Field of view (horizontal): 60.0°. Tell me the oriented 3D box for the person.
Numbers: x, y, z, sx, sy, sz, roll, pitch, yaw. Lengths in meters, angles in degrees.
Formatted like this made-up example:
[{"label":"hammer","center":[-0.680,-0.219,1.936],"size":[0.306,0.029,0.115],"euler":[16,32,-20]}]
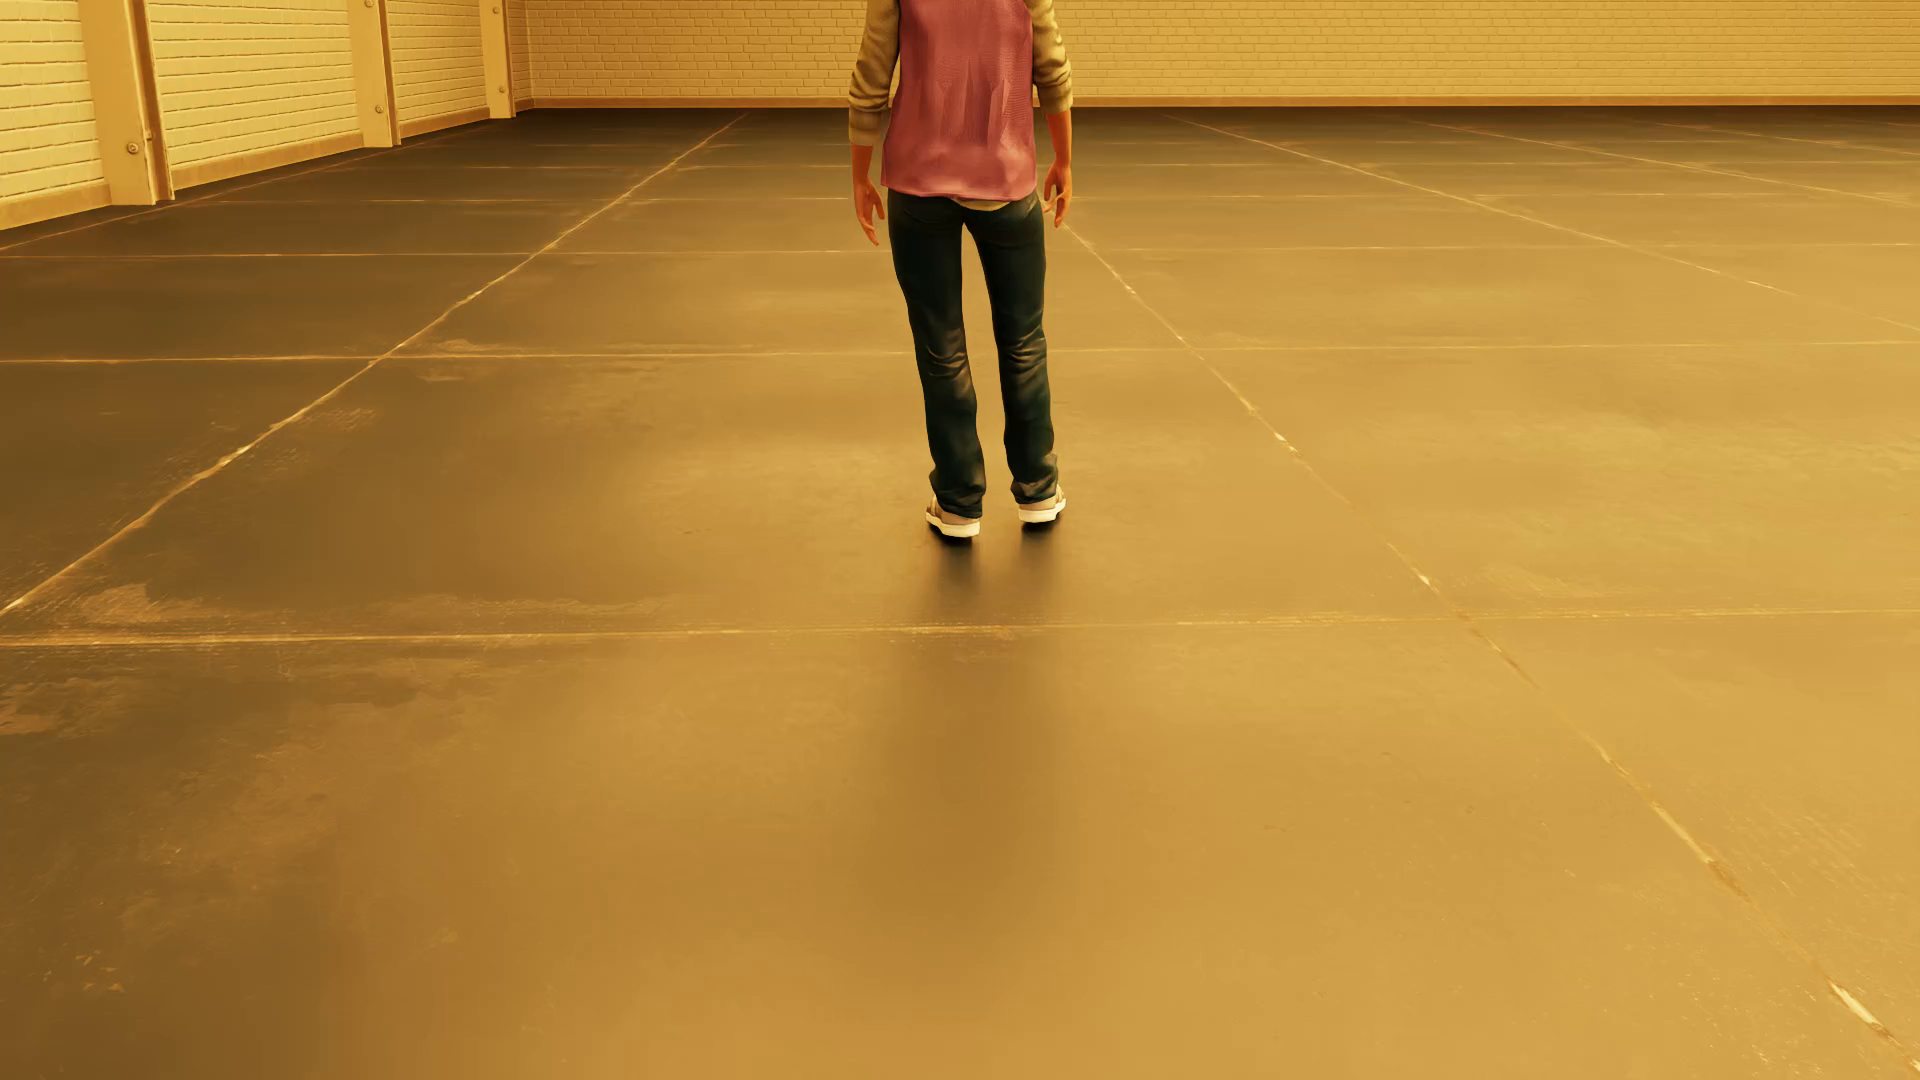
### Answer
[{"label":"person","center":[0.010,-0.792,3.753],"size":[0.520,1.597,0.476],"euler":[-1,17,-3]}]
